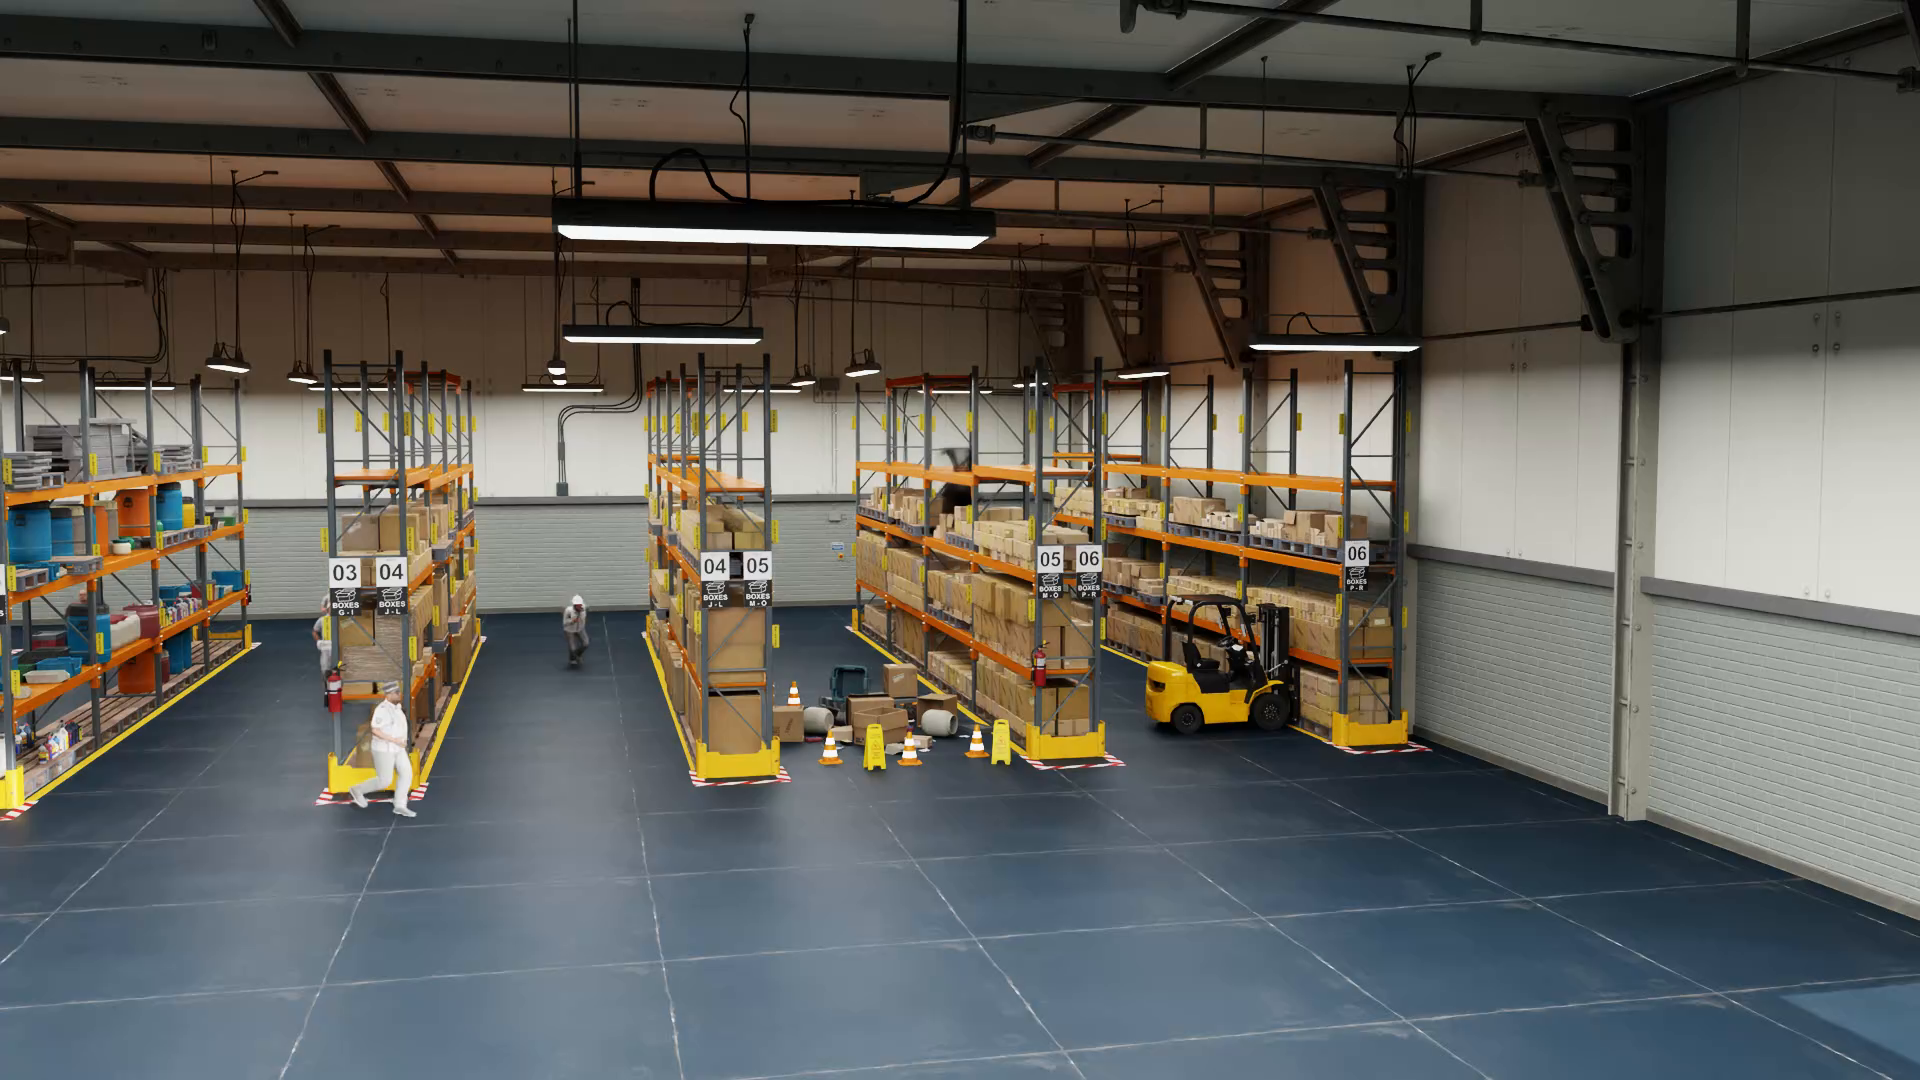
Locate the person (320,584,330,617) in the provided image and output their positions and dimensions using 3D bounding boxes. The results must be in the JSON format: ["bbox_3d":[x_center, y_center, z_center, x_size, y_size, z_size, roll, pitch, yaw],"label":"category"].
[{"bbox_3d":[-13.178,1.723,35.044,0.555,1.678,0.955,-1,4,-18],"label":"person"}]

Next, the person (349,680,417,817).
[{"bbox_3d":[-7.358,2.661,21.249,0.884,1.759,0.638,1,4,13],"label":"person"}]

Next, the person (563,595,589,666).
[{"bbox_3d":[-7.909,1.860,34.247,0.668,1.524,1.006,-3,5,-34],"label":"person"}]

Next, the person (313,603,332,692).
[{"bbox_3d":[-11.504,2.007,30.463,0.663,1.739,0.564,-1,4,-18],"label":"person"}]

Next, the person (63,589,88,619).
[{"bbox_3d":[-17.326,1.843,32.829,0.691,1.732,0.612,-2,4,-21],"label":"person"}]
